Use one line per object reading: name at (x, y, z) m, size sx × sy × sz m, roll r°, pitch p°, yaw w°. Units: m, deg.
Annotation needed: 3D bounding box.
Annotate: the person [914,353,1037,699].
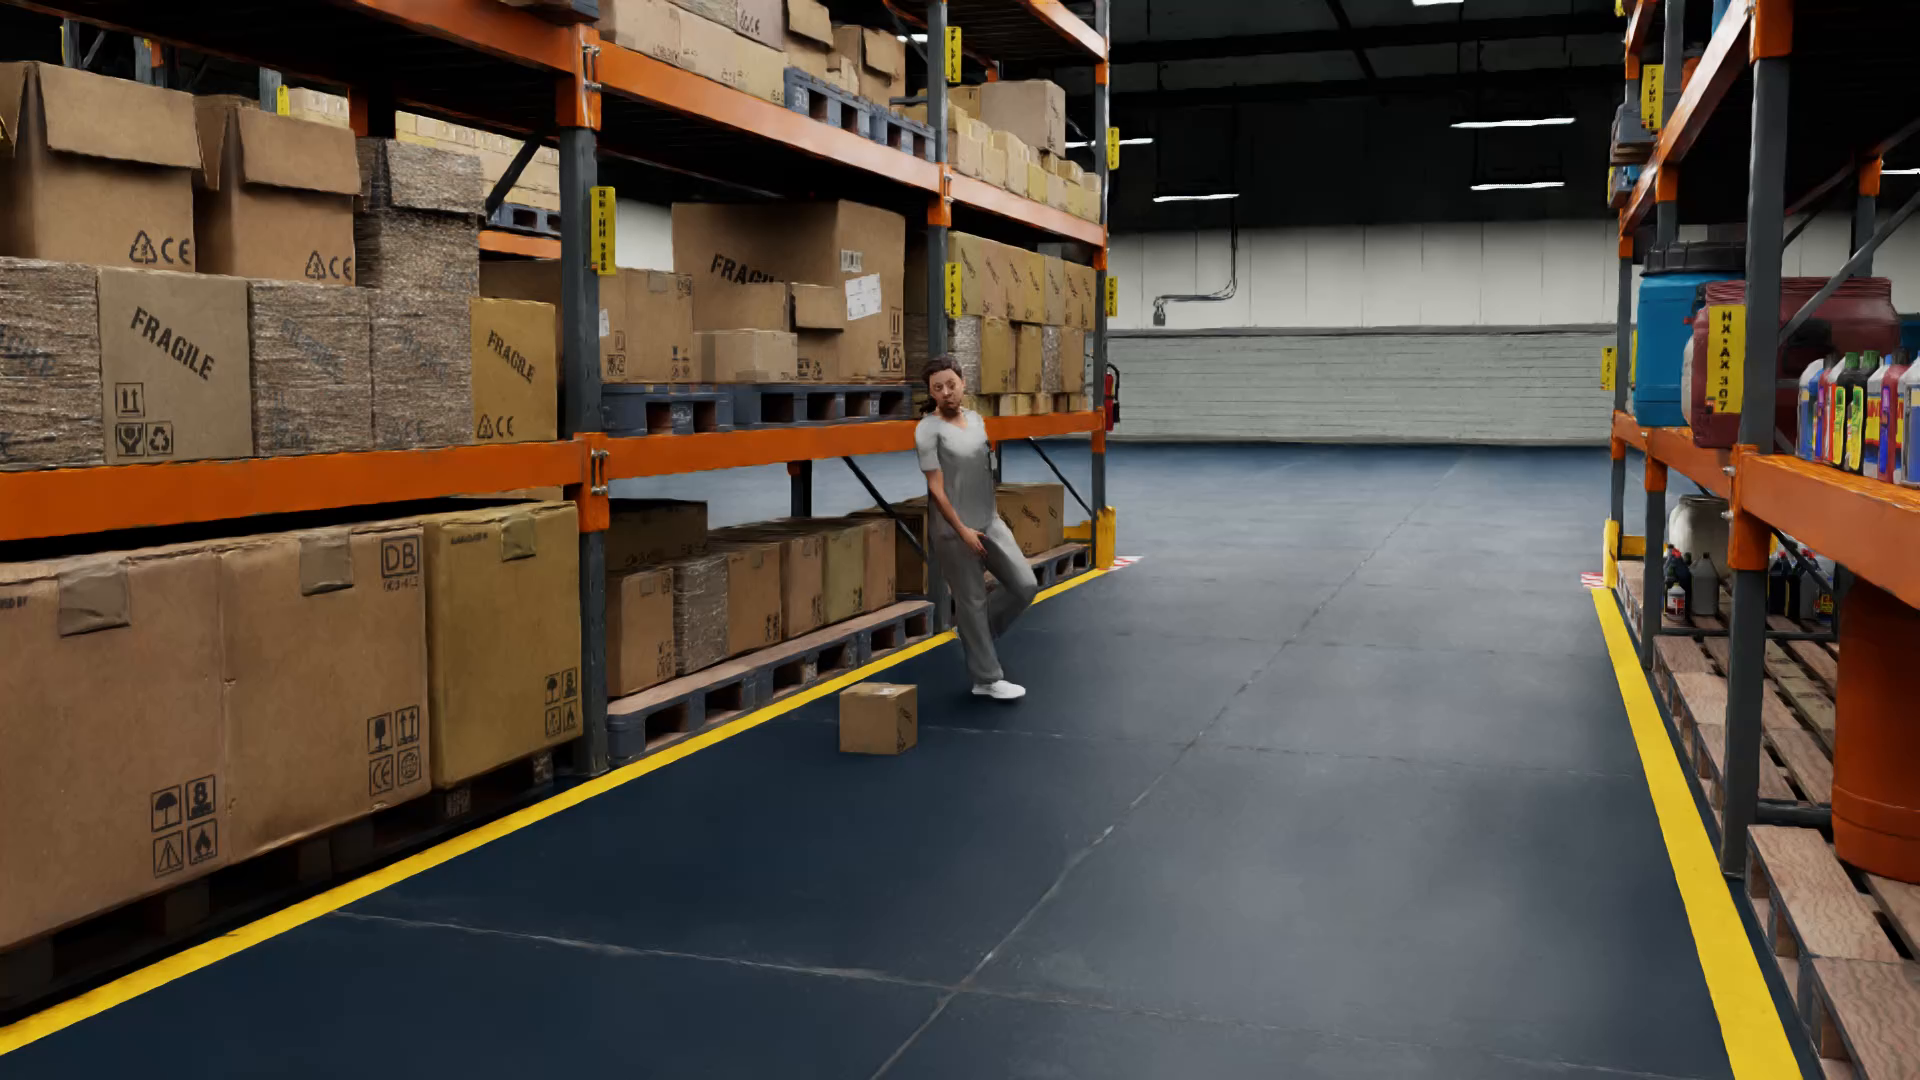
person at (0.028, -0.040, 7.808) m, size 0.603 × 1.599 × 0.506 m, roll -5°, pitch 7°, yaw -41°
